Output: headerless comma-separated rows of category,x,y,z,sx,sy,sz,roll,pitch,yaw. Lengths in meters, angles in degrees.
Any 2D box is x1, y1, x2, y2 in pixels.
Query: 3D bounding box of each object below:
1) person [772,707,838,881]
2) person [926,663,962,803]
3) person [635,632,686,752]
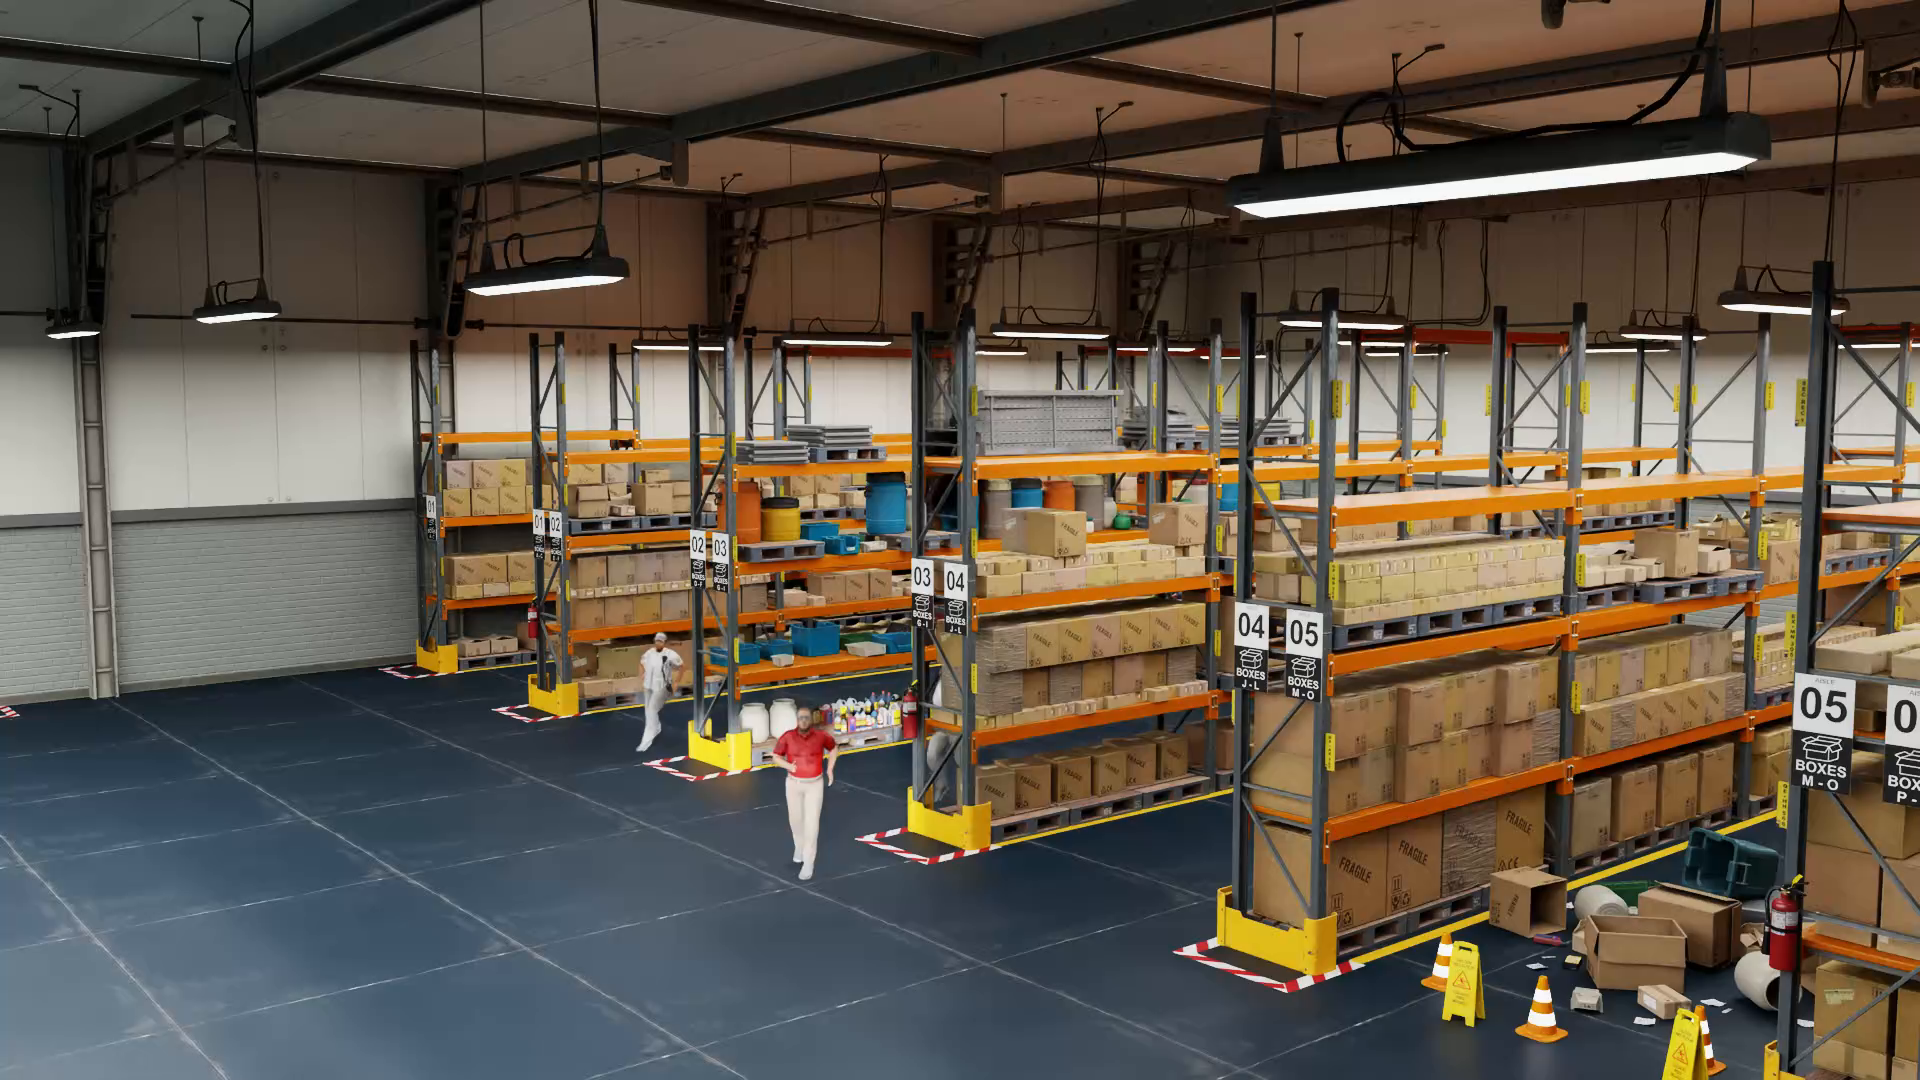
person,-1.661,2.652,17.738,0.671,1.760,0.850,0,5,4
person,-0.098,2.391,20.730,0.568,1.826,0.863,5,7,41
person,-4.335,2.153,23.814,0.694,1.691,0.810,2,6,23
